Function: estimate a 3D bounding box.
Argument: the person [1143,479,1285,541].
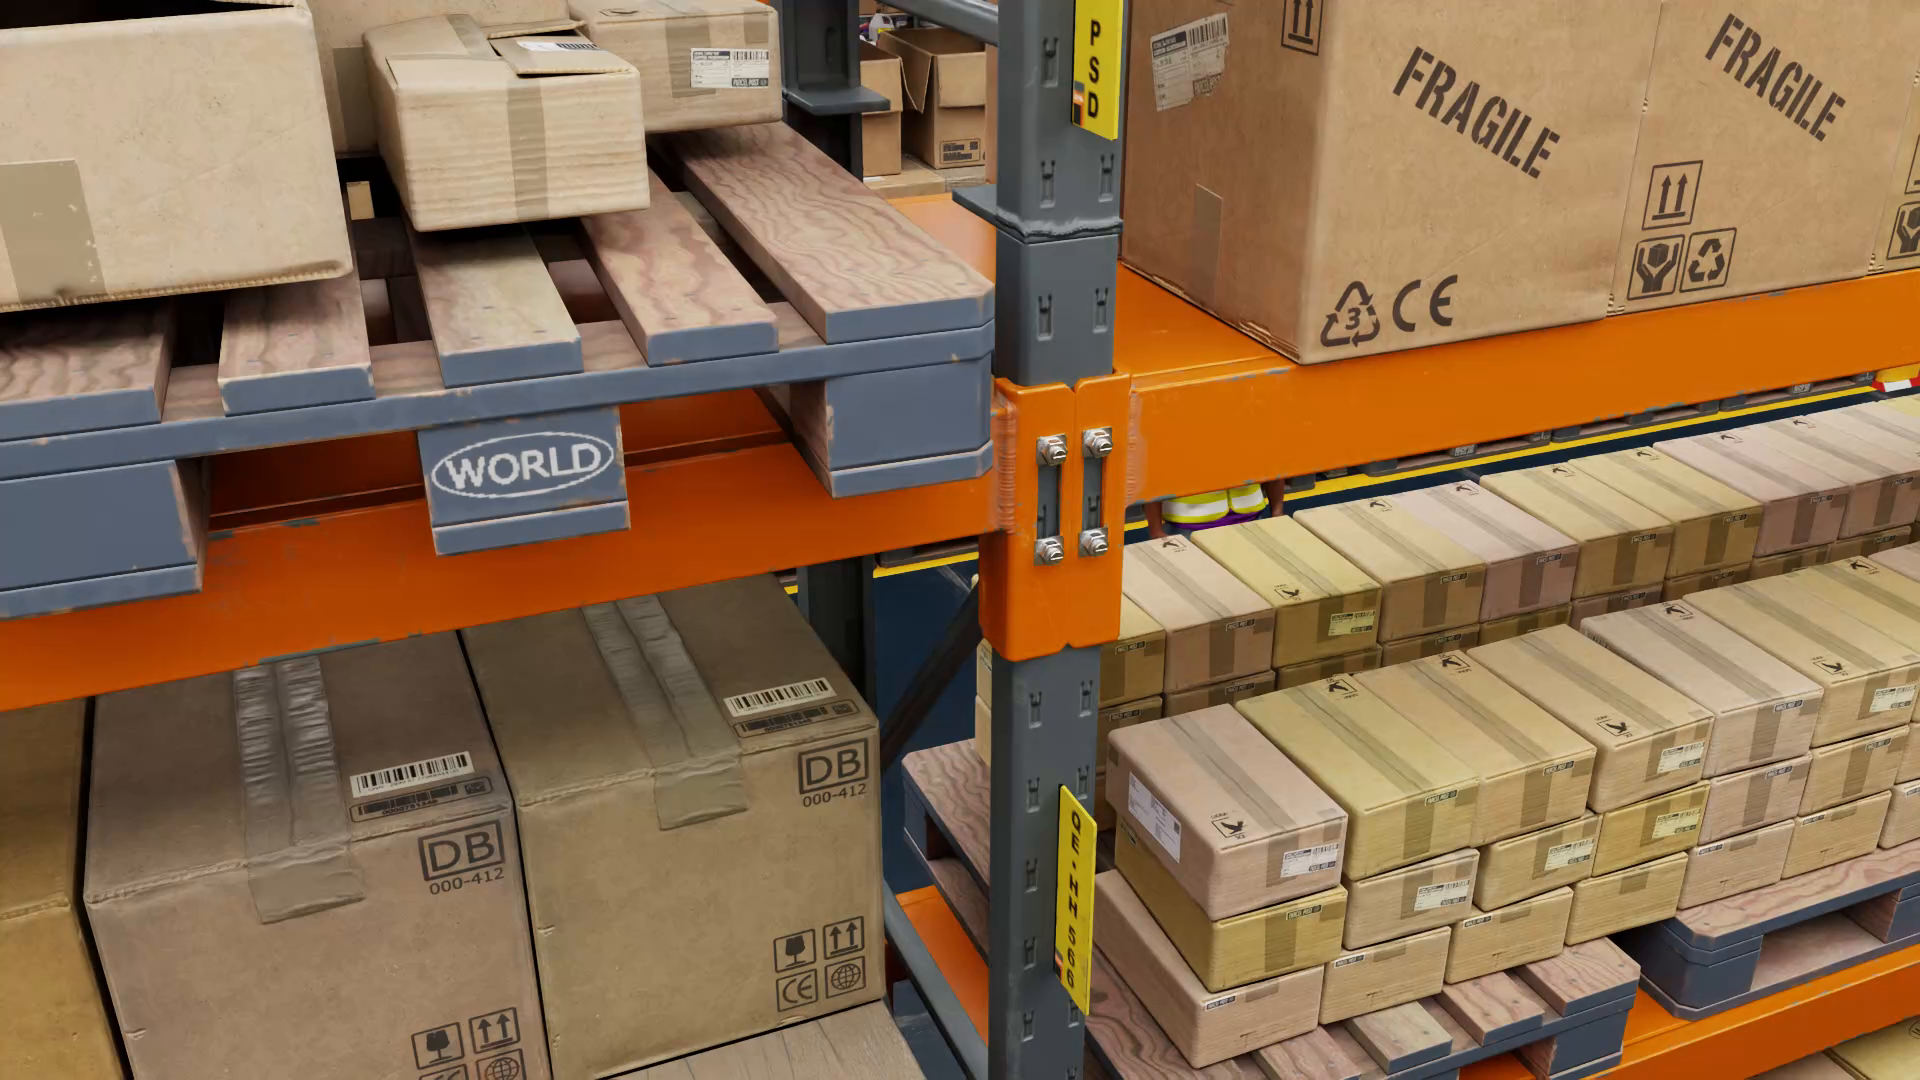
[{"bbox_3d":[0.961,-0.067,6.229,0.613,1.760,0.455,-11,28,-22],"label":"person"}]
